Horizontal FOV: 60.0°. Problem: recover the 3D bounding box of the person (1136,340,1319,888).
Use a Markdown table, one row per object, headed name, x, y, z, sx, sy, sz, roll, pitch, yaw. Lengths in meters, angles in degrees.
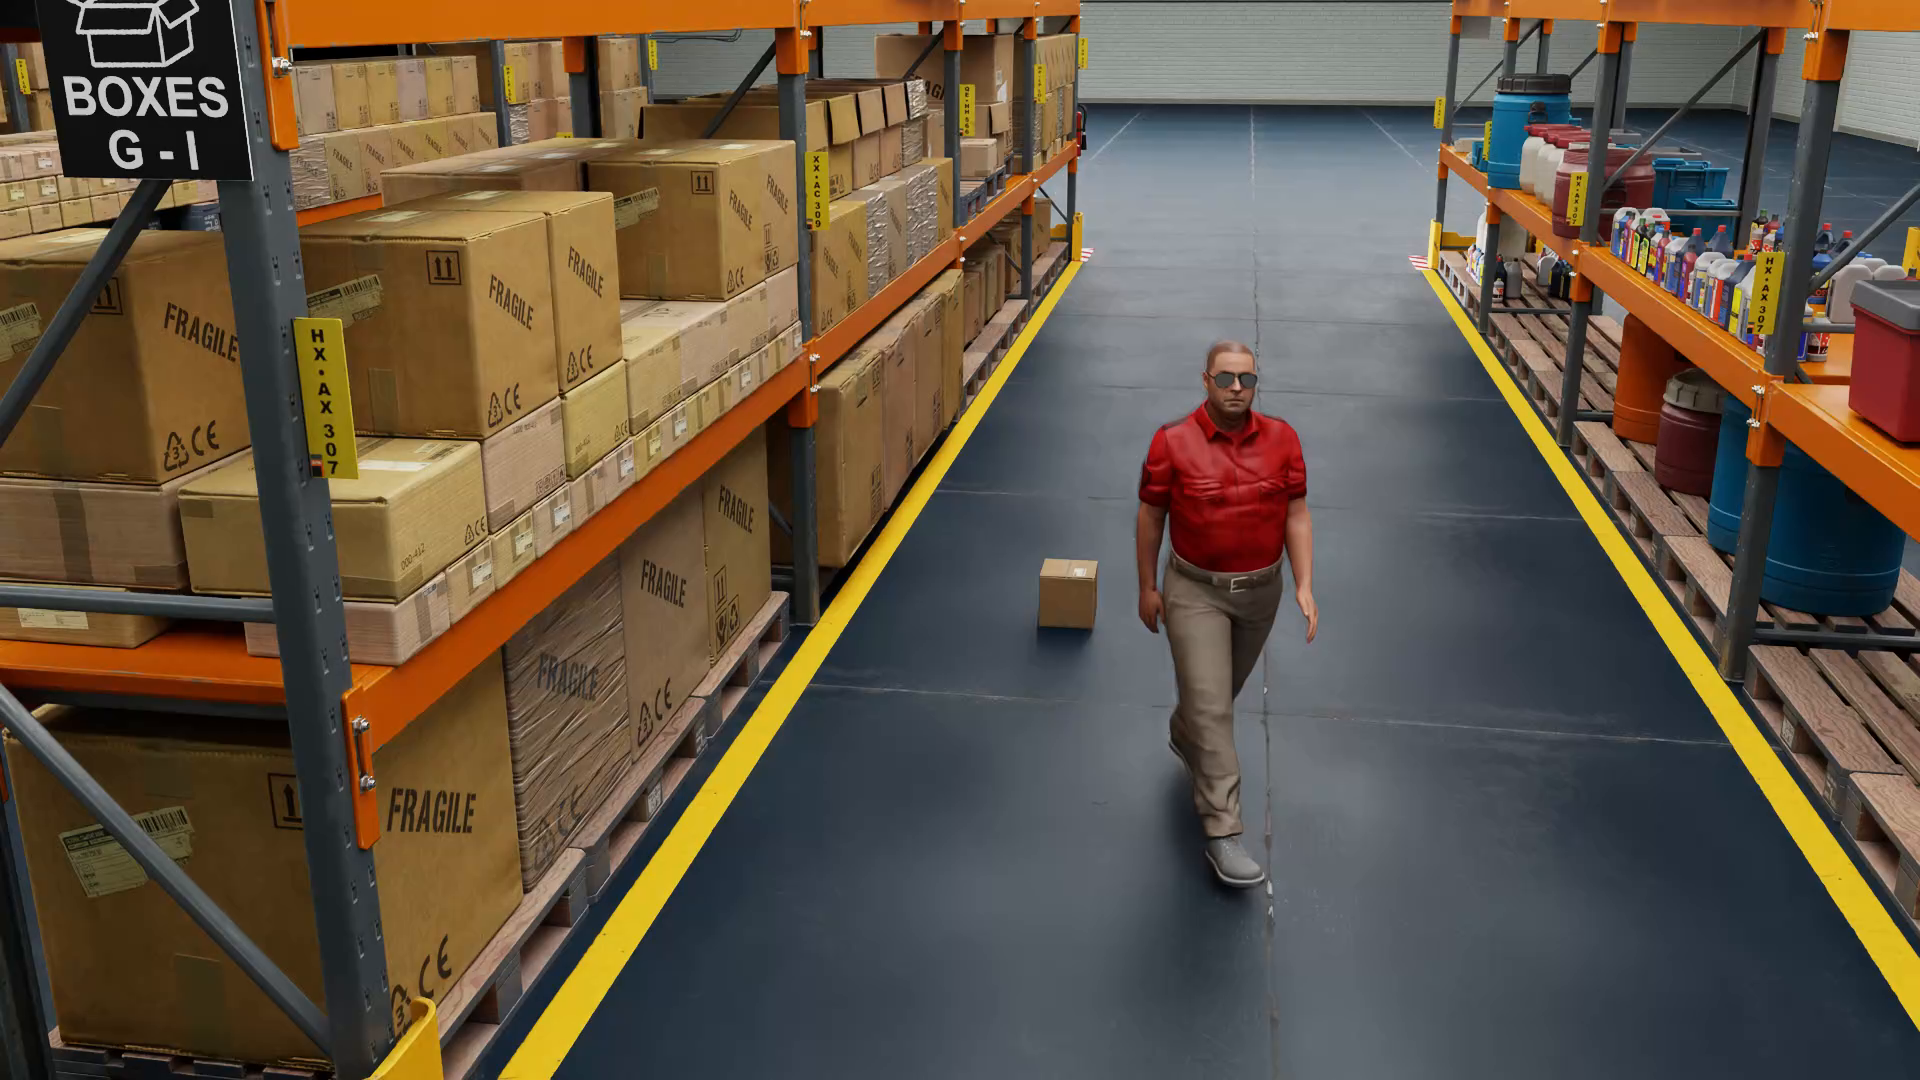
| name | x | y | z | sx | sy | sz | roll | pitch | yaw |
| --- | --- | --- | --- | --- | --- | --- | --- | --- | --- |
| person | 0.897 | 0.176 | 5.508 | 0.544 | 1.663 | 1.071 | -5 | 18 | -14 |
